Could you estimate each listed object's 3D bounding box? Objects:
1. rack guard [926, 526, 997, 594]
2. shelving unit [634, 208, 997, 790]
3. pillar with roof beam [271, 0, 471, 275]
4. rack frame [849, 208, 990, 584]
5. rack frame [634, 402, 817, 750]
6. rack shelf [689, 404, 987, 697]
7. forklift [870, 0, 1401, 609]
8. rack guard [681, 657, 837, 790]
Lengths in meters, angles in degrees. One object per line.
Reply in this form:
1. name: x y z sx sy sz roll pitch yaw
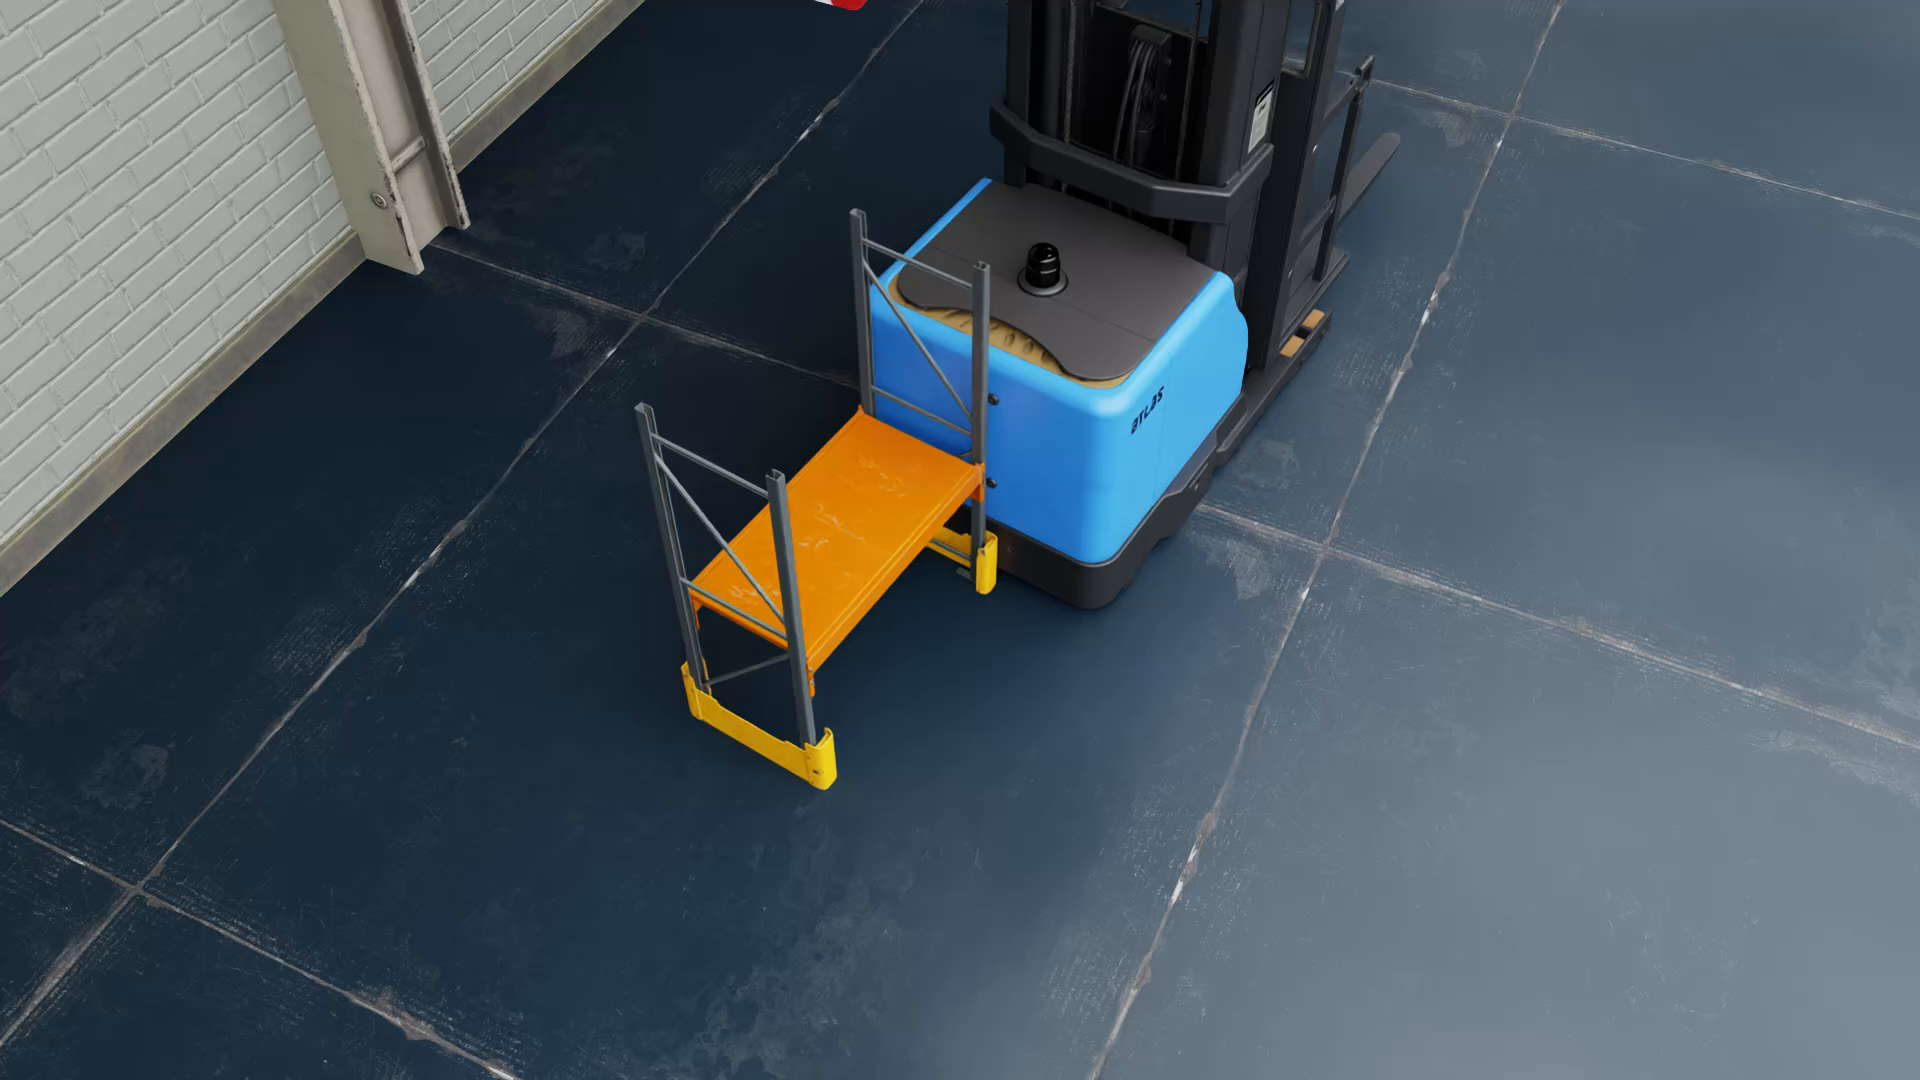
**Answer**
1. rack guard: -0.127 -0.025 6.107 0.587 0.250 0.087 27 55 21
2. shelving unit: -0.400 -0.113 5.361 0.587 1.500 1.083 27 55 21
3. pillar with roof beam: 1.478 -2.852 2.768 9.100 9.000 0.400 20 52 16
4. rack frame: -0.126 -0.431 5.632 0.500 1.500 0.032 27 55 21
5. rack frame: -0.683 0.217 5.081 0.500 1.500 0.032 27 55 21
6. rack shelf: -0.405 0.010 5.493 0.538 0.185 1.000 27 55 21
7. forklift: 0.886 -1.808 5.864 1.130 2.935 3.031 27 55 21
8. rack guard: -0.673 0.610 5.567 0.587 0.250 0.087 27 55 21
